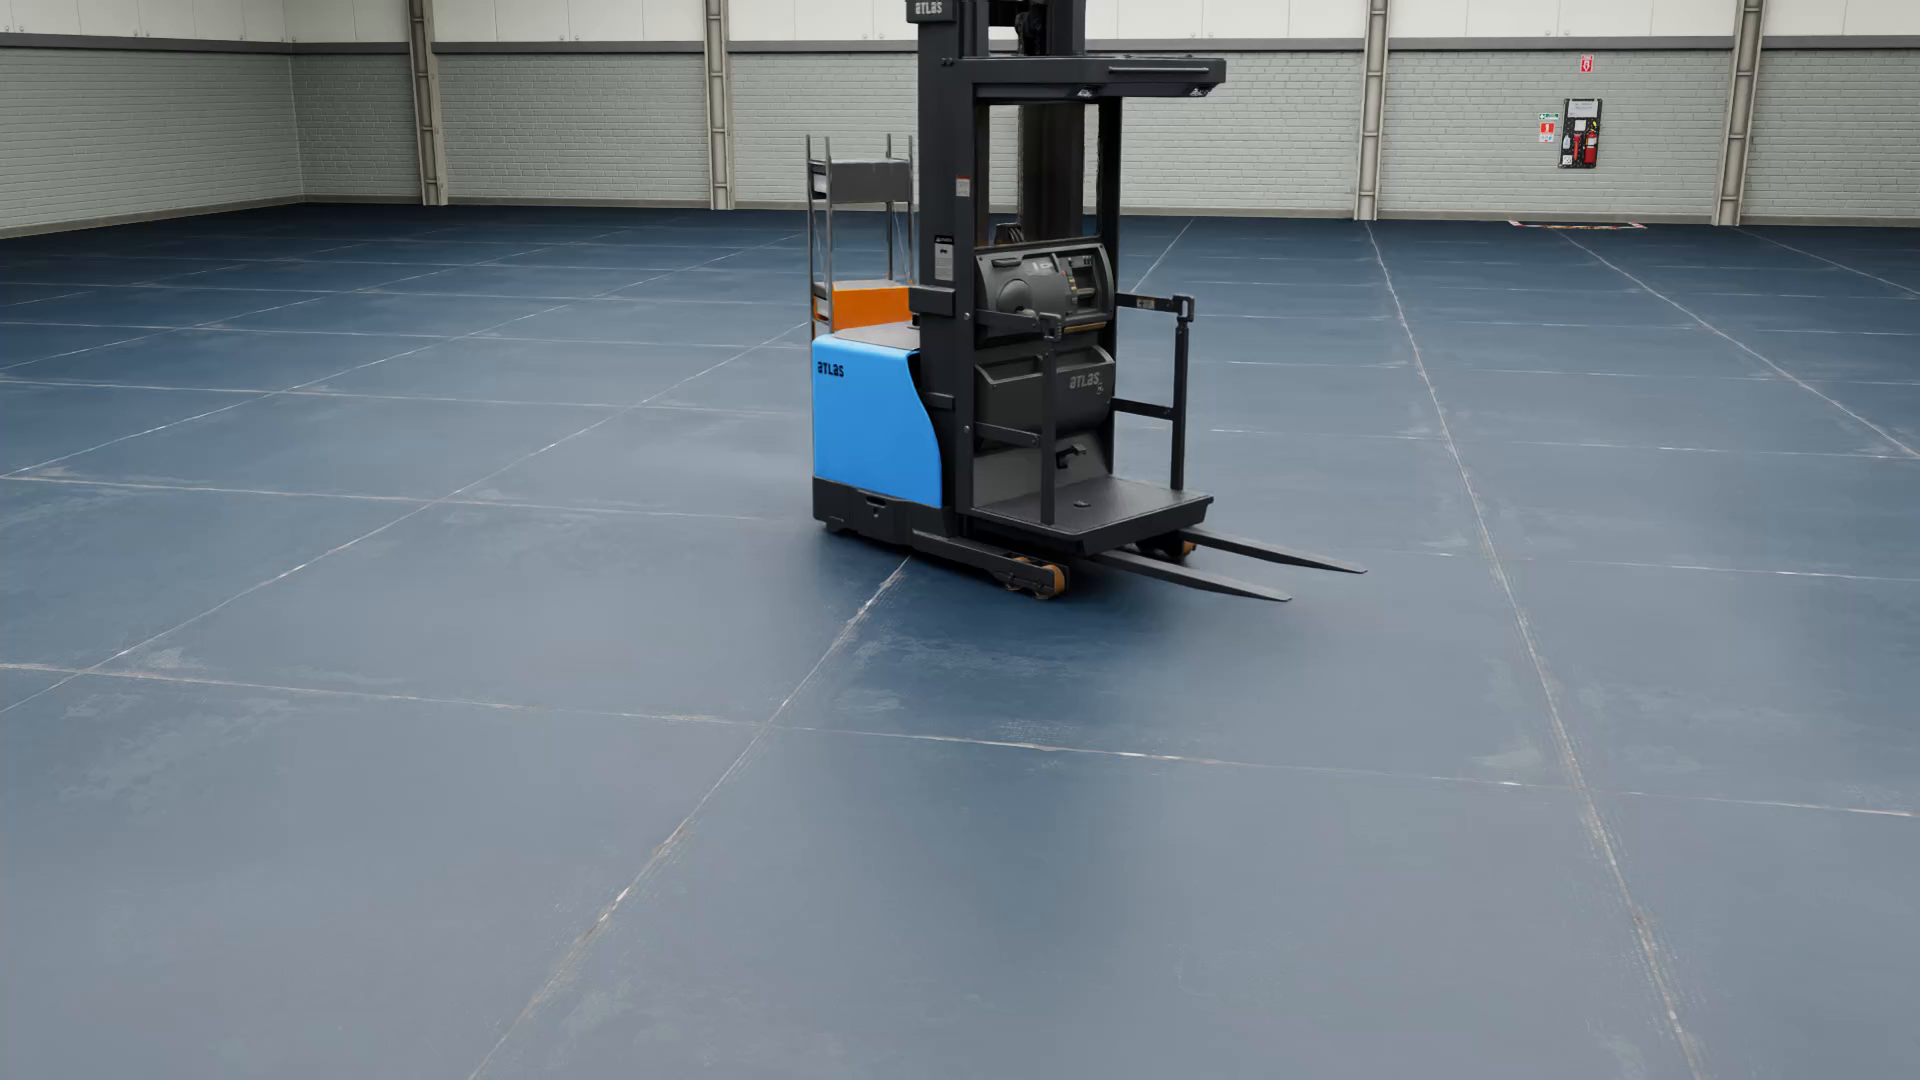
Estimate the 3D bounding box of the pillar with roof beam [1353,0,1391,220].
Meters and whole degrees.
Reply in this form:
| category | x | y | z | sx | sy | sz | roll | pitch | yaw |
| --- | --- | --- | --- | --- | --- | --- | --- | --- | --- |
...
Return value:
| category | x | y | z | sx | sy | sz | roll | pitch | yaw |
| --- | --- | --- | --- | --- | --- | --- | --- | --- | --- |
| pillar with roof beam | 6.355 | -8.924 | 24.350 | 0.400 | 9.000 | 9.100 | 3 | 16 | 11 |

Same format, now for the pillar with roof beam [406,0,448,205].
| category | x | y | z | sx | sy | sz | roll | pitch | yaw |
| --- | --- | --- | --- | --- | --- | --- | --- | --- | --- |
| pillar with roof beam | -11.284 | -9.881 | 27.807 | 0.400 | 9.000 | 9.100 | 3 | 16 | 11 |

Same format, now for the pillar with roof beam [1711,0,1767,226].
| category | x | y | z | sx | sy | sz | roll | pitch | yaw |
| --- | --- | --- | --- | --- | --- | --- | --- | --- | --- |
| pillar with roof beam | 12.234 | -8.605 | 23.198 | 0.400 | 9.000 | 9.100 | 3 | 16 | 11 |

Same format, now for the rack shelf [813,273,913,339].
| category | x | y | z | sx | sy | sz | roll | pitch | yaw |
| --- | --- | --- | --- | --- | --- | --- | --- | --- | --- |
| rack shelf | -0.570 | -1.257 | 9.647 | 0.480 | 0.518 | 0.431 | -6 | 17 | -21 |

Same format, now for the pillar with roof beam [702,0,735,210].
| category | x | y | z | sx | sy | sz | roll | pitch | yaw |
| --- | --- | --- | --- | --- | --- | --- | --- | --- | --- |
| pillar with roof beam | -5.405 | -9.562 | 26.655 | 0.400 | 9.000 | 9.100 | 3 | 16 | 11 |

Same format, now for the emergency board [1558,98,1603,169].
| category | x | y | z | sx | sy | sz | roll | pitch | yaw |
| --- | --- | --- | --- | --- | --- | --- | --- | --- | --- |
| emergency board | 10.678 | -6.981 | 28.575 | 0.643 | 1.169 | 0.194 | 3 | 16 | 11 |

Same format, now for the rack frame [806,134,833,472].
| category | x | y | z | sx | sy | sz | roll | pitch | yaw |
| --- | --- | --- | --- | --- | --- | --- | --- | --- | --- |
| rack frame | -0.796 | -1.246 | 9.555 | 0.015 | 2.100 | 0.400 | -6 | 17 | -21 |

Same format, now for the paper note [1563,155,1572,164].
| category | x | y | z | sx | sy | sz | roll | pitch | yaw |
| --- | --- | --- | --- | --- | --- | --- | --- | --- | --- |
| paper note | 10.518 | -6.584 | 28.792 | 0.142 | 0.148 | 0.016 | 3 | 16 | 11 |

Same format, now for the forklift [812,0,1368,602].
| category | x | y | z | sx | sy | sz | roll | pitch | yaw |
| --- | --- | --- | --- | --- | --- | --- | --- | --- | --- |
| forklift | 0.580 | -1.284 | 8.136 | 1.130 | 2.935 | 3.031 | -15 | 21 | -43 |

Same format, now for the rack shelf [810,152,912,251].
| category | x | y | z | sx | sy | sz | roll | pitch | yaw |
| --- | --- | --- | --- | --- | --- | --- | --- | --- | --- |
| rack shelf | -0.570 | -1.932 | 9.460 | 0.480 | 0.518 | 0.431 | -6 | 17 | -21 |

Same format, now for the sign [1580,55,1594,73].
| category | x | y | z | sx | sy | sz | roll | pitch | yaw |
| --- | --- | --- | --- | --- | --- | --- | --- | --- | --- |
| sign | 10.690 | -8.125 | 28.361 | 0.199 | 0.298 | 0.001 | 3 | 16 | 11 |

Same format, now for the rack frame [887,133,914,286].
| category | x | y | z | sx | sy | sz | roll | pitch | yaw |
| --- | --- | --- | --- | --- | --- | --- | --- | --- | --- |
| rack frame | -0.344 | -1.294 | 9.732 | 0.015 | 2.100 | 0.400 | -6 | 17 | -21 |

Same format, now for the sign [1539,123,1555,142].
| category | x | y | z | sx | sy | sz | roll | pitch | yaw |
| --- | --- | --- | --- | --- | --- | --- | --- | --- | --- |
| sign | 10.157 | -7.055 | 28.774 | 0.234 | 0.329 | 0.001 | 3 | 16 | 11 |

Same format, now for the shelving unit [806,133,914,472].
| category | x | y | z | sx | sy | sz | roll | pitch | yaw |
| --- | --- | --- | --- | --- | --- | --- | --- | --- | --- |
| shelving unit | -0.570 | -1.270 | 9.643 | 0.503 | 2.100 | 0.431 | -6 | 17 | -21 |

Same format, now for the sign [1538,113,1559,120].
| category | x | y | z | sx | sy | sz | roll | pitch | yaw |
| --- | --- | --- | --- | --- | --- | --- | --- | --- | --- |
| sign | 10.160 | -7.307 | 28.694 | 0.331 | 0.109 | 0.001 | 3 | 16 | 11 |
